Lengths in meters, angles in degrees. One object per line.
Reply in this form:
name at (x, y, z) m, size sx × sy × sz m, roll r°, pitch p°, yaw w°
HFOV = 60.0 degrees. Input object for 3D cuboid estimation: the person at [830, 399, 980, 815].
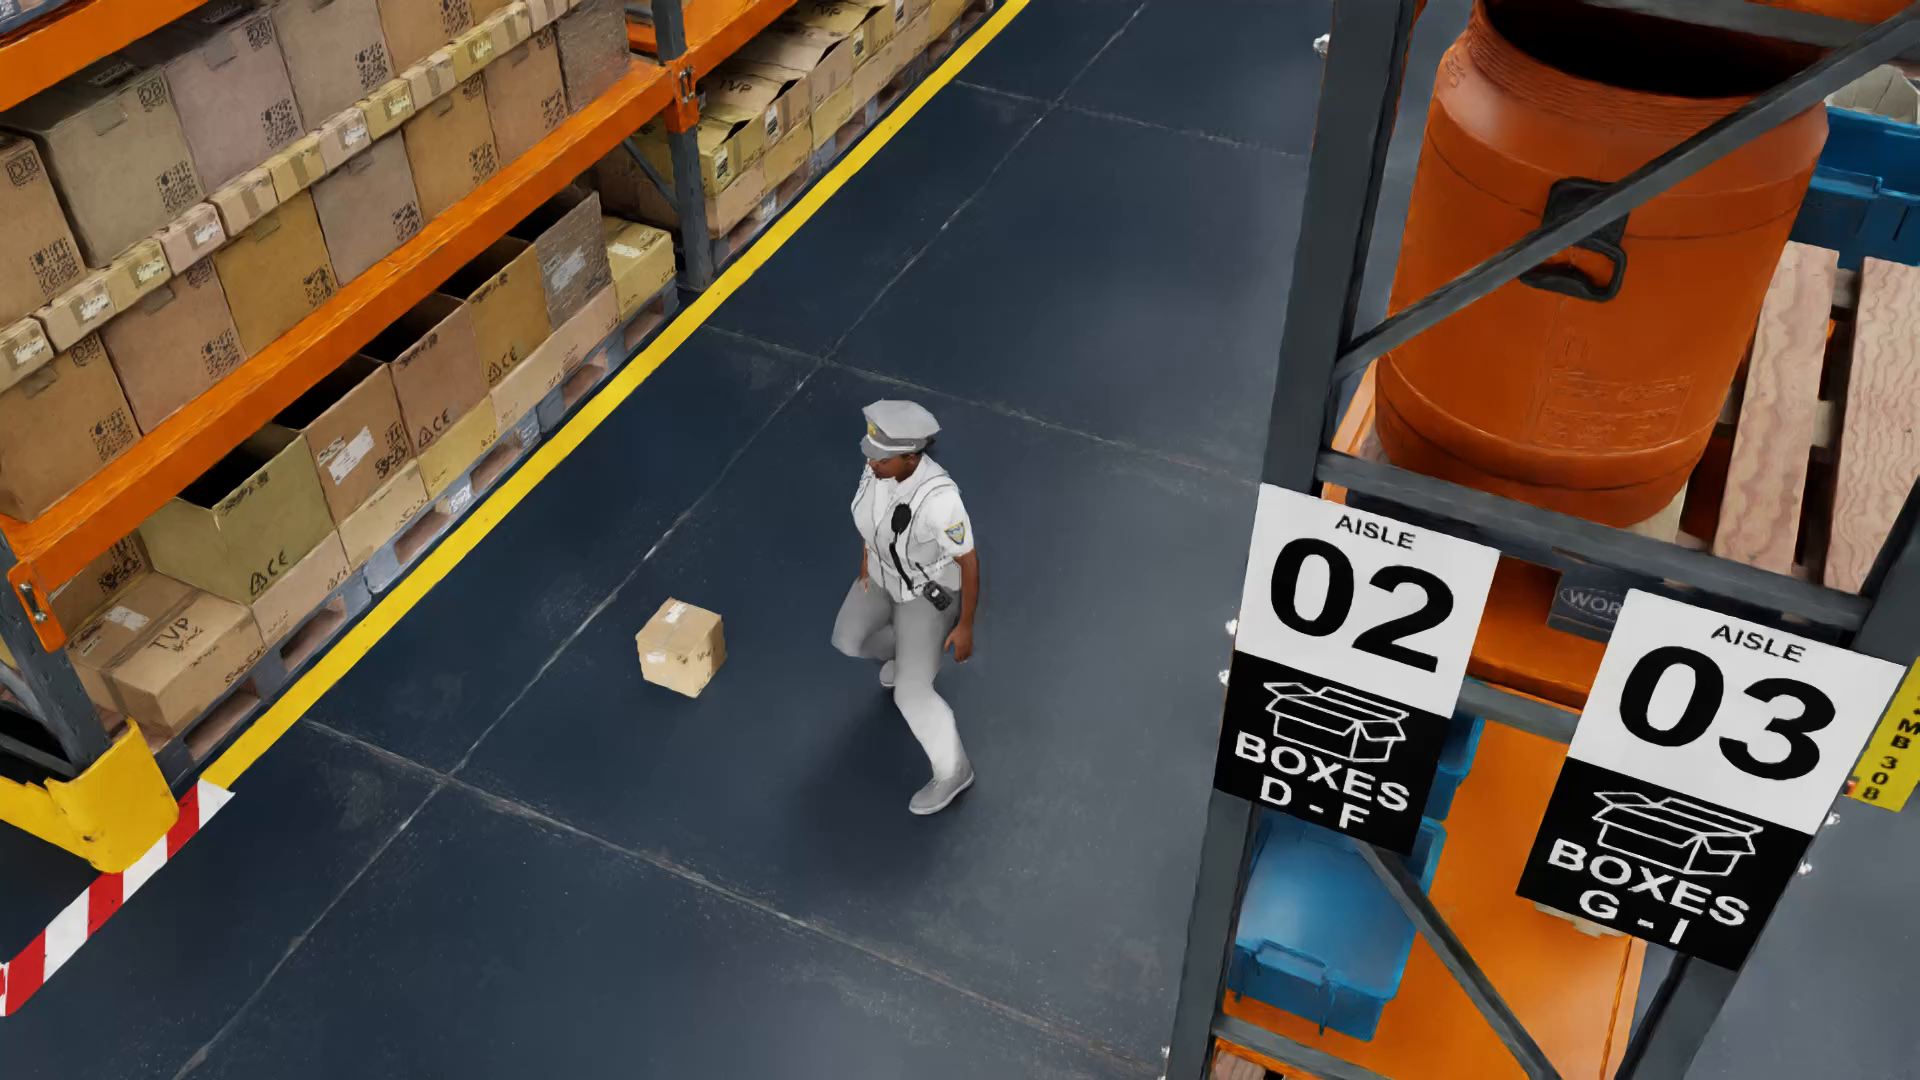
person at (-0.139, 0.195, 6.004) m, size 0.486 × 1.601 × 0.692 m, roll -24°, pitch 47°, yaw -24°
